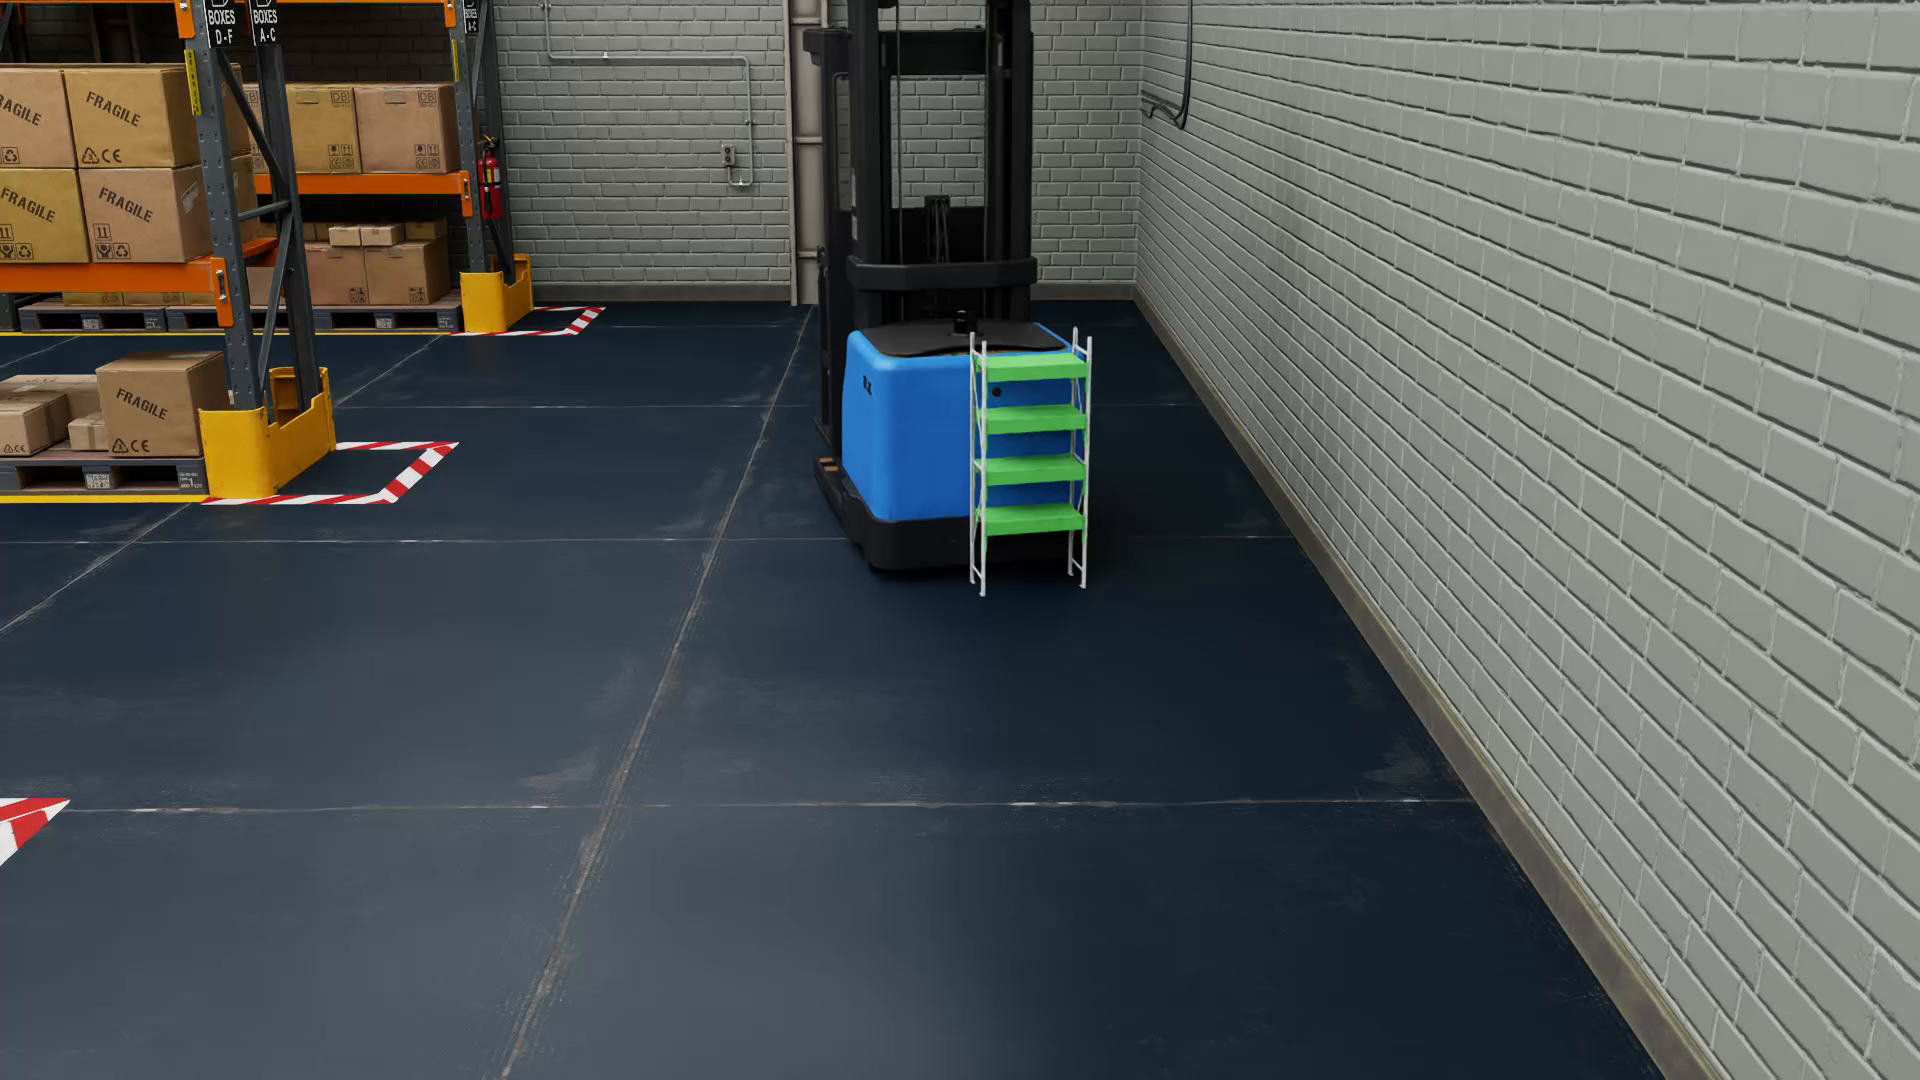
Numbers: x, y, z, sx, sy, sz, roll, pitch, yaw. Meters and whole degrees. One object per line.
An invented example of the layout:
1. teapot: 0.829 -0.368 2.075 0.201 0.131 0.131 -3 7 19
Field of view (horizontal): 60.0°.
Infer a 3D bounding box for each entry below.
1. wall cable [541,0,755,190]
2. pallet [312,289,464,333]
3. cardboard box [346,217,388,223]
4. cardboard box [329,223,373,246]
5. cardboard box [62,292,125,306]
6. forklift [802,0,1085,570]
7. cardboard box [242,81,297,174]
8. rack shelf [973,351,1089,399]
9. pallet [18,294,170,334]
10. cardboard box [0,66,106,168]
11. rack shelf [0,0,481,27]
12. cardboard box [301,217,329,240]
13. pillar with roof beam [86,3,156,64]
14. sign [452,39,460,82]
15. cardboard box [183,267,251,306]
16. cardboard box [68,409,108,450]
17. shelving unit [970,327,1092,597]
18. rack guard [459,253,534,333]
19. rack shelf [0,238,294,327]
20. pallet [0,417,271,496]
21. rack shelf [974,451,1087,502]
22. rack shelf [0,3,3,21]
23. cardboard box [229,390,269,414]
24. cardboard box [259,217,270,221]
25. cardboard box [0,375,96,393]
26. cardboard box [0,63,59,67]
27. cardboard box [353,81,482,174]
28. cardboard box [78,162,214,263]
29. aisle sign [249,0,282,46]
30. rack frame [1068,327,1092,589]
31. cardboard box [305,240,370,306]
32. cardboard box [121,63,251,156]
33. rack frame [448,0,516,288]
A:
1. wall cable: -2.773 -4.127 14.839 1.851 1.984 0.084 0 18 -1
2. pallet: -4.837 -1.993 14.414 1.213 0.211 1.003 0 18 -1
3. cardboard box: -5.122 -2.692 14.371 0.250 0.149 0.380 0 18 -1
4. cardboard box: -5.118 -2.575 14.007 0.250 0.149 0.380 0 18 1
5. cardboard box: -7.289 -2.311 14.246 0.500 0.500 0.700 0 18 0
6. forklift: -0.221 -1.665 8.938 1.130 2.935 3.031 -4 18 -12
7. cardboard box: -6.038 -3.478 13.987 0.700 0.700 0.980 -1 18 -4
8. rack shelf: 0.320 -0.754 7.573 0.480 0.148 0.258 -4 18 -13
9. pallet: -7.276 -1.981 14.377 1.213 0.211 1.003 0 18 -1
10. cardboard box: -4.902 -2.270 8.913 0.500 0.500 0.500 0 18 1
11. rack shelf: -6.038 -4.424 13.696 4.000 0.370 1.077 0 18 -1
12. cardboard box: -5.626 -2.689 14.363 0.250 0.149 0.380 0 18 0
13. pillar with roof beam: -7.284 -5.138 9.833 0.400 9.000 9.100 0 18 -1
14. sign: -4.044 -3.847 13.345 0.005 0.325 0.100 0 18 -1
15. cardboard box: -6.273 -2.314 14.256 0.500 0.500 0.700 0 18 0
16. cardboard box: -4.903 -0.643 9.561 0.250 0.166 0.380 0 18 -1
17. shelving unit: 0.320 -0.358 7.700 0.503 1.200 0.258 -4 18 -13
18. rack guard: -4.015 -2.158 14.457 0.348 0.500 1.175 0 18 -1
19. rack shelf: -5.956 -1.483 9.438 4.000 0.370 1.077 0 18 -1
20. pallet: -4.830 -0.503 9.770 1.213 0.211 1.003 0 18 -1
21. rack shelf: 0.320 -0.297 7.720 0.480 0.148 0.258 -4 18 -13
22. rack shelf: -10.038 -4.405 13.636 4.000 0.370 1.077 0 18 -1
23. cardboard box: -4.381 -0.790 10.047 0.250 0.149 0.380 0 18 -1
24. cardboard box: -6.136 -2.687 14.356 0.250 0.149 0.380 -1 18 -2
25. cardboard box: -5.505 -0.815 9.958 0.500 0.250 0.500 0 18 -1
26. cardboard box: -5.427 -2.432 9.417 0.500 0.500 0.500 0 18 0
27. cardboard box: -4.548 -3.486 14.012 0.700 0.700 0.980 1 18 2
28. cardboard box: -4.400 -1.798 9.077 0.500 0.500 0.500 0 18 1
29. aisle sign: -3.893 -3.163 9.242 0.004 0.787 0.394 0 18 -1
30. rack frame: 0.558 -0.375 7.754 0.015 1.200 0.240 -4 18 -13
31. cardboard box: -5.237 -2.322 14.279 0.500 0.500 0.700 0 18 -1
32. cardboard box: -4.404 -2.437 9.435 0.500 0.500 0.500 0 18 1
33. rack frame: -4.039 -3.348 14.075 0.127 3.000 1.000 0 18 -1
